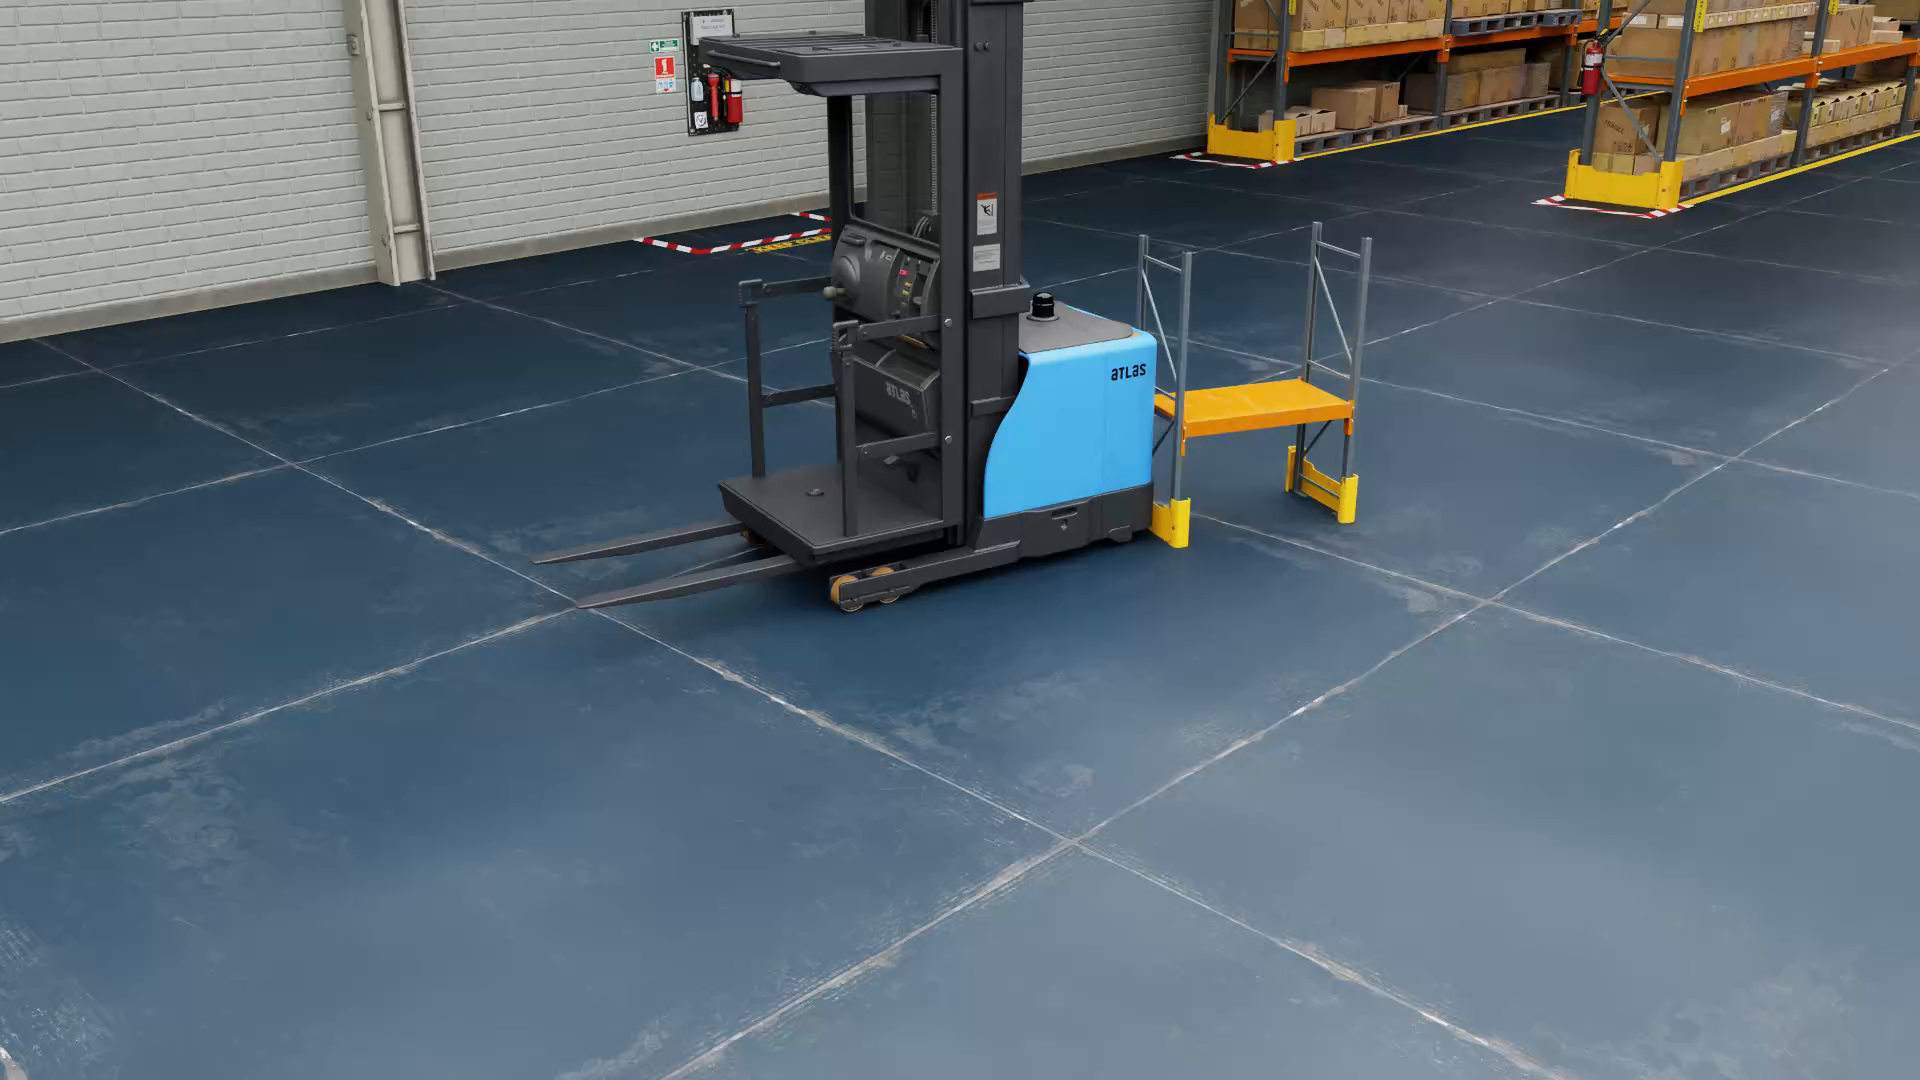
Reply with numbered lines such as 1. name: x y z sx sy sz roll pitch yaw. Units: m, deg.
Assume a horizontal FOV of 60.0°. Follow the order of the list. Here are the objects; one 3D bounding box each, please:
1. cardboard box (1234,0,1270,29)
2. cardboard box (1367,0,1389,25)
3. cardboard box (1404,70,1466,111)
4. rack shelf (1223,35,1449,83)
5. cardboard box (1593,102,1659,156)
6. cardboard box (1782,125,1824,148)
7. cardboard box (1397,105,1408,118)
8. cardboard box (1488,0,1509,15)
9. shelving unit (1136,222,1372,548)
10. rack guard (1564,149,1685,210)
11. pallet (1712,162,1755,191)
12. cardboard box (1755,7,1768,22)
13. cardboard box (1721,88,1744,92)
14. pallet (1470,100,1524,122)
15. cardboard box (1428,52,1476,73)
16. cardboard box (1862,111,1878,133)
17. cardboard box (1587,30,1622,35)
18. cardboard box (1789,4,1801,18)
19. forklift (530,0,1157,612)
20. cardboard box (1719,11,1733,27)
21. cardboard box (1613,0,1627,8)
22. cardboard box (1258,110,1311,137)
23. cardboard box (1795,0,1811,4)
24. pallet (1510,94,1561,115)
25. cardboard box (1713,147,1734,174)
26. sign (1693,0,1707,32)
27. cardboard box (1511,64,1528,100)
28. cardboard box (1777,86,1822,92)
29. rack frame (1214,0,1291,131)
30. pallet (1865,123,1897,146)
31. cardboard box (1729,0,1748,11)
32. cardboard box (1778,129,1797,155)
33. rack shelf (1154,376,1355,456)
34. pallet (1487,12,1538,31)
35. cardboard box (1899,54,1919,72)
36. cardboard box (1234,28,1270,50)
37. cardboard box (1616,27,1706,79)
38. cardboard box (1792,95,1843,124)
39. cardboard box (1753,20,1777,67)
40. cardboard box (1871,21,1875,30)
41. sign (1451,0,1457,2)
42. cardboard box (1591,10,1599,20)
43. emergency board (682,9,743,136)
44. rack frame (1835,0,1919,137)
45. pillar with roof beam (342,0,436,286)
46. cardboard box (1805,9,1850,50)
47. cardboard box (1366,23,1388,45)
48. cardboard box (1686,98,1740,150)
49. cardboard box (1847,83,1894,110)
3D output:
1. cardboard box: 3.868 -6.814 21.258 0.500 0.500 0.500 19 28 40
2. cardboard box: 5.308 -7.079 21.946 0.500 0.500 0.500 -19 28 -40
3. cardboard box: 6.984 -6.610 24.463 0.500 0.500 0.700 -19 28 -40
4. rack shelf: 5.087 -6.529 22.382 1.077 0.370 4.000 19 28 41
5. cardboard box: 7.404 -4.586 18.528 0.500 0.500 0.500 19 28 41
6. cardboard box: 10.493 -5.094 20.894 0.500 0.250 0.500 18 28 39
7. cardboard box: 6.130 -6.116 23.642 0.380 0.166 0.250 15 26 34
8. cardboard box: 7.693 -8.072 24.641 0.500 0.500 0.700 -16 26 -35
9. shelving unit: 1.492 -0.825 8.632 1.083 1.500 0.587 -8 22 -20
10. rack guard: 7.227 -3.938 18.125 1.175 0.500 0.348 19 28 41
11. pallet: 8.598 -4.329 19.543 1.003 0.211 1.213 19 28 41
12. cardboard box: 8.928 -5.971 18.884 0.250 0.149 0.380 -19 28 -40
13. cardboard box: 9.143 -5.231 20.205 0.500 0.500 0.500 19 28 41
14. pallet: 7.875 -6.592 25.432 1.003 0.211 1.213 19 28 41
15. cardboard box: 7.288 -7.075 24.625 0.500 0.250 0.500 19 28 40
16. cardboard box: 11.922 -5.622 22.268 0.500 0.250 0.500 -19 28 -41
17. cardboard box: 11.085 -8.199 28.135 0.750 0.750 0.750 -19 28 -40
18. cardboard box: 9.643 -6.235 19.571 0.380 0.149 0.250 18 28 39
19. forklift: -0.533 -1.251 7.745 3.031 2.935 1.130 -12 24 -29
20. cardboard box: 8.206 -5.704 18.192 0.380 0.149 0.250 19 28 40
21. cardboard box: 10.514 -8.922 27.024 0.500 0.500 0.500 19 28 40
22. cardboard box: 4.239 -5.456 21.723 0.500 0.311 0.500 15 26 35
23. cardboard box: 9.729 -6.676 19.816 0.700 0.500 0.500 19 28 41
24. pallet: 8.726 -6.905 26.244 1.003 0.211 1.213 19 28 41
25. cardboard box: 8.472 -4.364 18.995 0.500 0.250 0.500 19 28 41
26. sign: 7.637 -5.412 17.157 0.100 0.325 0.005 19 28 41
27. cardboard box: 8.365 -7.144 25.851 0.700 0.500 0.500 19 28 41
28. cardboard box: 11.173 -5.881 22.160 0.500 0.311 0.500 19 28 40
29. rack frame: 3.692 -6.350 20.915 1.000 3.000 0.127 19 28 41
30. pallet: 12.222 -5.664 23.018 1.003 0.211 1.213 19 28 41
31. cardboard box: 8.329 -6.160 18.474 0.700 0.500 0.500 19 28 41
32. cardboard box: 9.867 -4.878 20.333 0.500 0.250 0.500 19 28 41
33. rack shelf: 1.484 -0.656 8.693 1.000 0.185 0.538 -8 22 -20
34. pallet: 7.921 -7.798 24.949 1.003 0.211 1.213 19 28 41
35. cardboard box: 14.056 -7.135 24.783 0.500 0.250 0.500 19 28 40
36. cardboard box: 3.879 -6.458 21.377 0.500 0.250 0.500 -20 28 -41
37. cardboard box: 7.578 -5.275 17.978 0.700 0.500 0.500 19 28 41
38. cardboard box: 10.854 -5.485 21.130 0.500 0.311 0.500 19 28 40
39. cardboard box: 9.013 -5.805 19.359 0.500 0.500 0.700 -20 28 -41
40. cardboard box: 12.062 -6.945 22.586 0.500 0.311 0.500 19 28 40
41. sign: 6.876 -7.649 23.087 0.100 0.325 0.005 19 28 41
42. cardboard box: 10.096 -8.435 26.662 0.250 0.149 0.380 -19 28 -40
43. emergency board: -2.377 -4.579 16.306 0.194 1.169 0.643 19 28 41
44. rack frame: 12.824 -7.168 23.042 1.000 3.000 0.127 19 28 41
45. pillar with roof beam: -1.727 -5.385 10.042 9.100 9.000 0.400 19 28 41
46. cardboard box: 10.949 -6.515 21.205 0.500 0.500 0.500 -18 27 -38
47. cardboard box: 5.325 -6.731 22.088 0.500 0.250 0.500 20 28 41
48. cardboard box: 8.464 -4.717 18.868 0.500 0.500 0.500 19 28 41
49. cardboard box: 12.277 -6.011 22.497 0.500 0.311 0.500 19 28 40
